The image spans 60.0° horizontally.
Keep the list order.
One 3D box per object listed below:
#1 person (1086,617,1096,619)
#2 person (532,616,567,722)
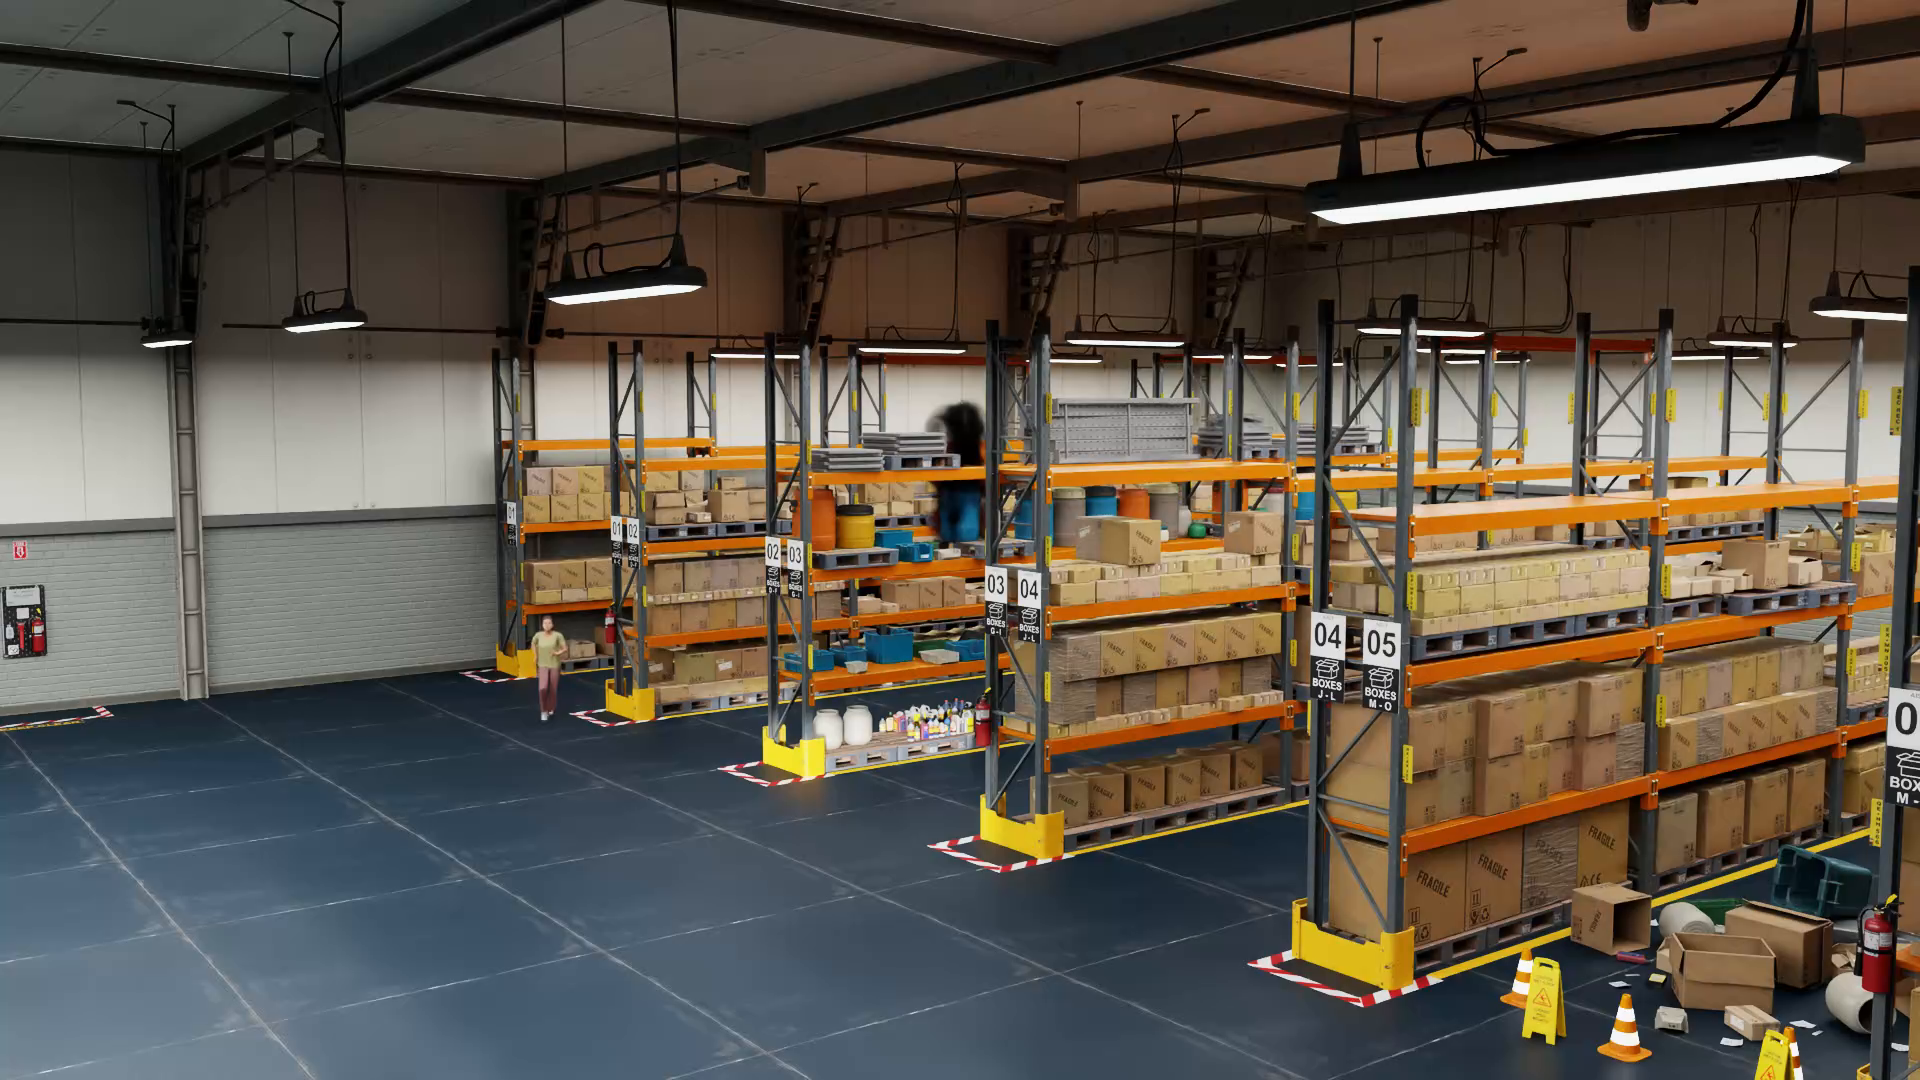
[{"bbox_3d":[2.309,1.846,28.620,0.722,1.677,0.576,-4,7,-40],"label":"person"},{"bbox_3d":[-6.493,2.028,26.298,0.562,1.676,0.676,-1,5,-9],"label":"person"}]
